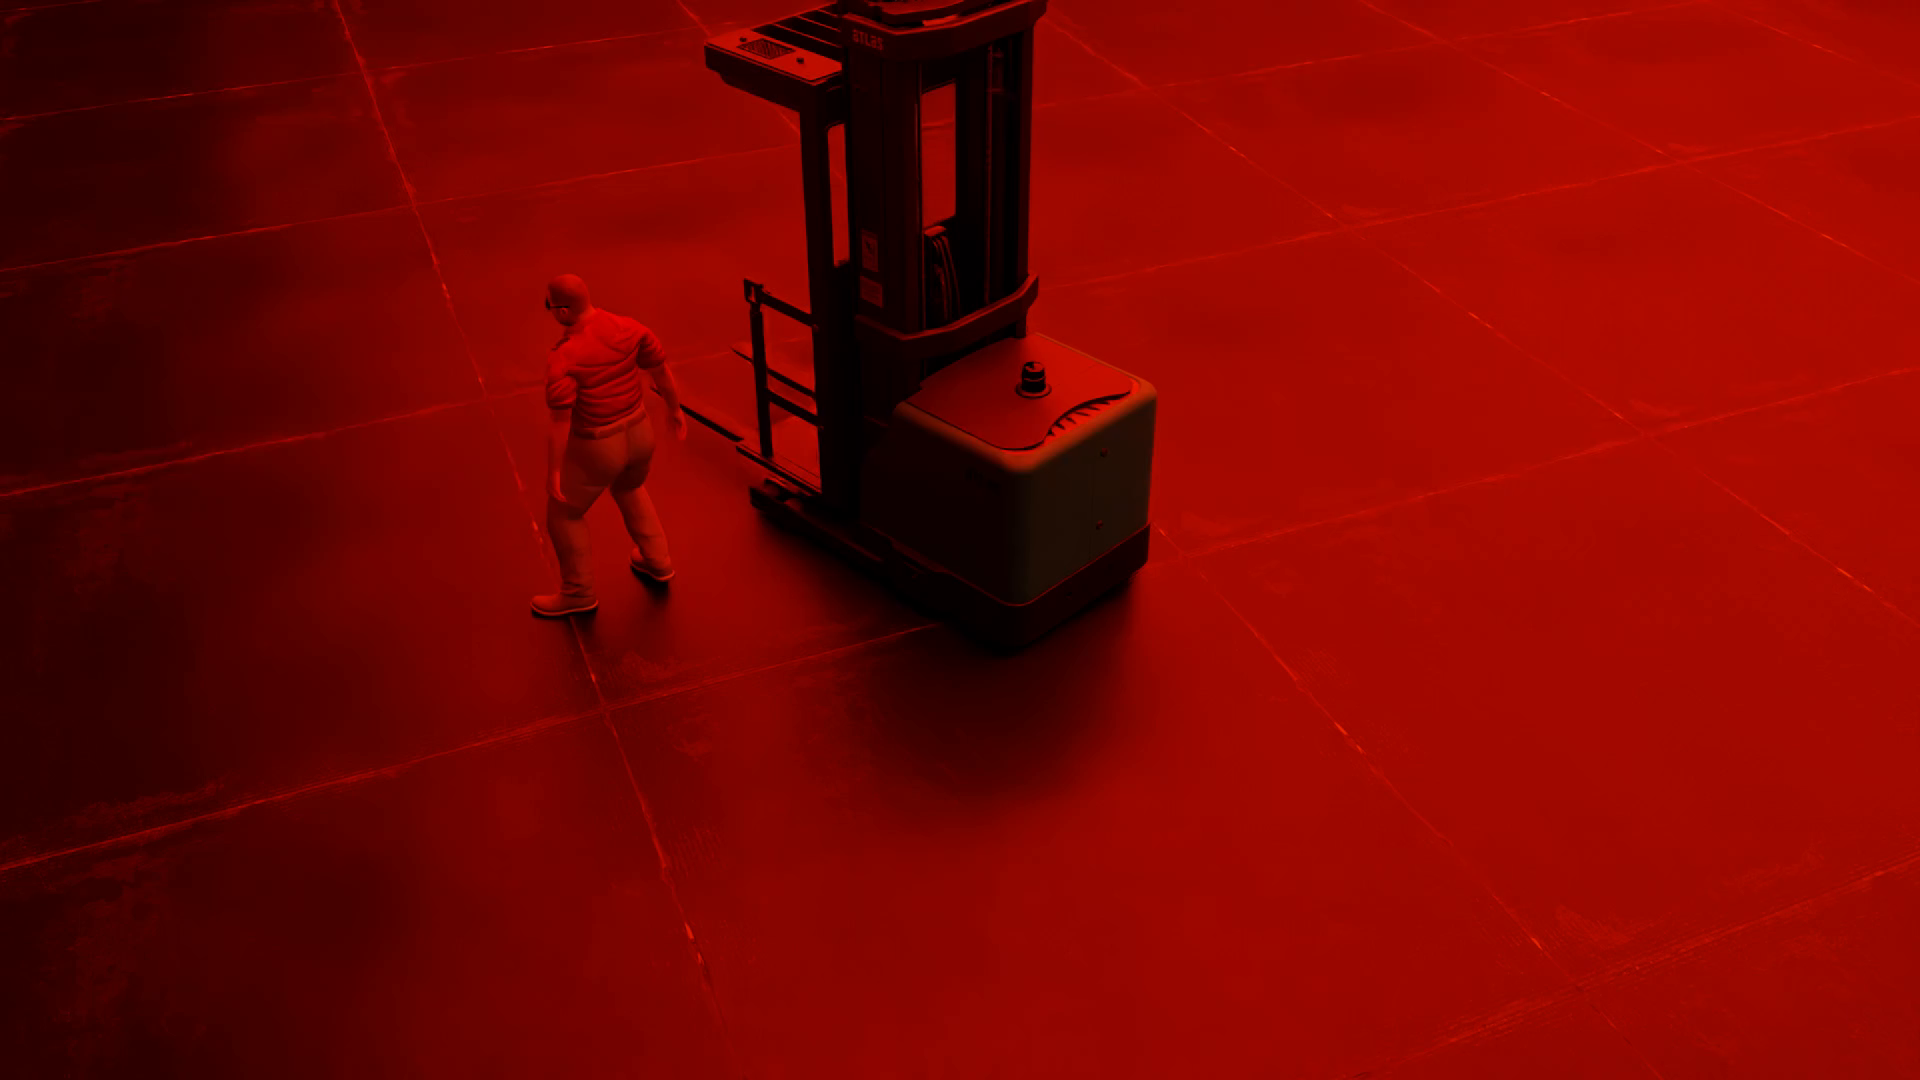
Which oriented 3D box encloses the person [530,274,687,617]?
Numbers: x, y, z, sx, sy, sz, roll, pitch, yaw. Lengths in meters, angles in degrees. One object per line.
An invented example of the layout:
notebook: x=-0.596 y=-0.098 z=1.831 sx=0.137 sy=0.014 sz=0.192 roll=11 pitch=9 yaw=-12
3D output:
person: x=-1.681 y=-0.460 z=7.811 sx=0.400 sy=1.691 sz=0.871 roll=27 pitch=44 yaw=33

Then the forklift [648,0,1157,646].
forklift: x=-0.466 y=-1.439 z=8.123 sx=3.031 sy=2.935 sz=1.130 roll=29 pitch=45 yaw=34
